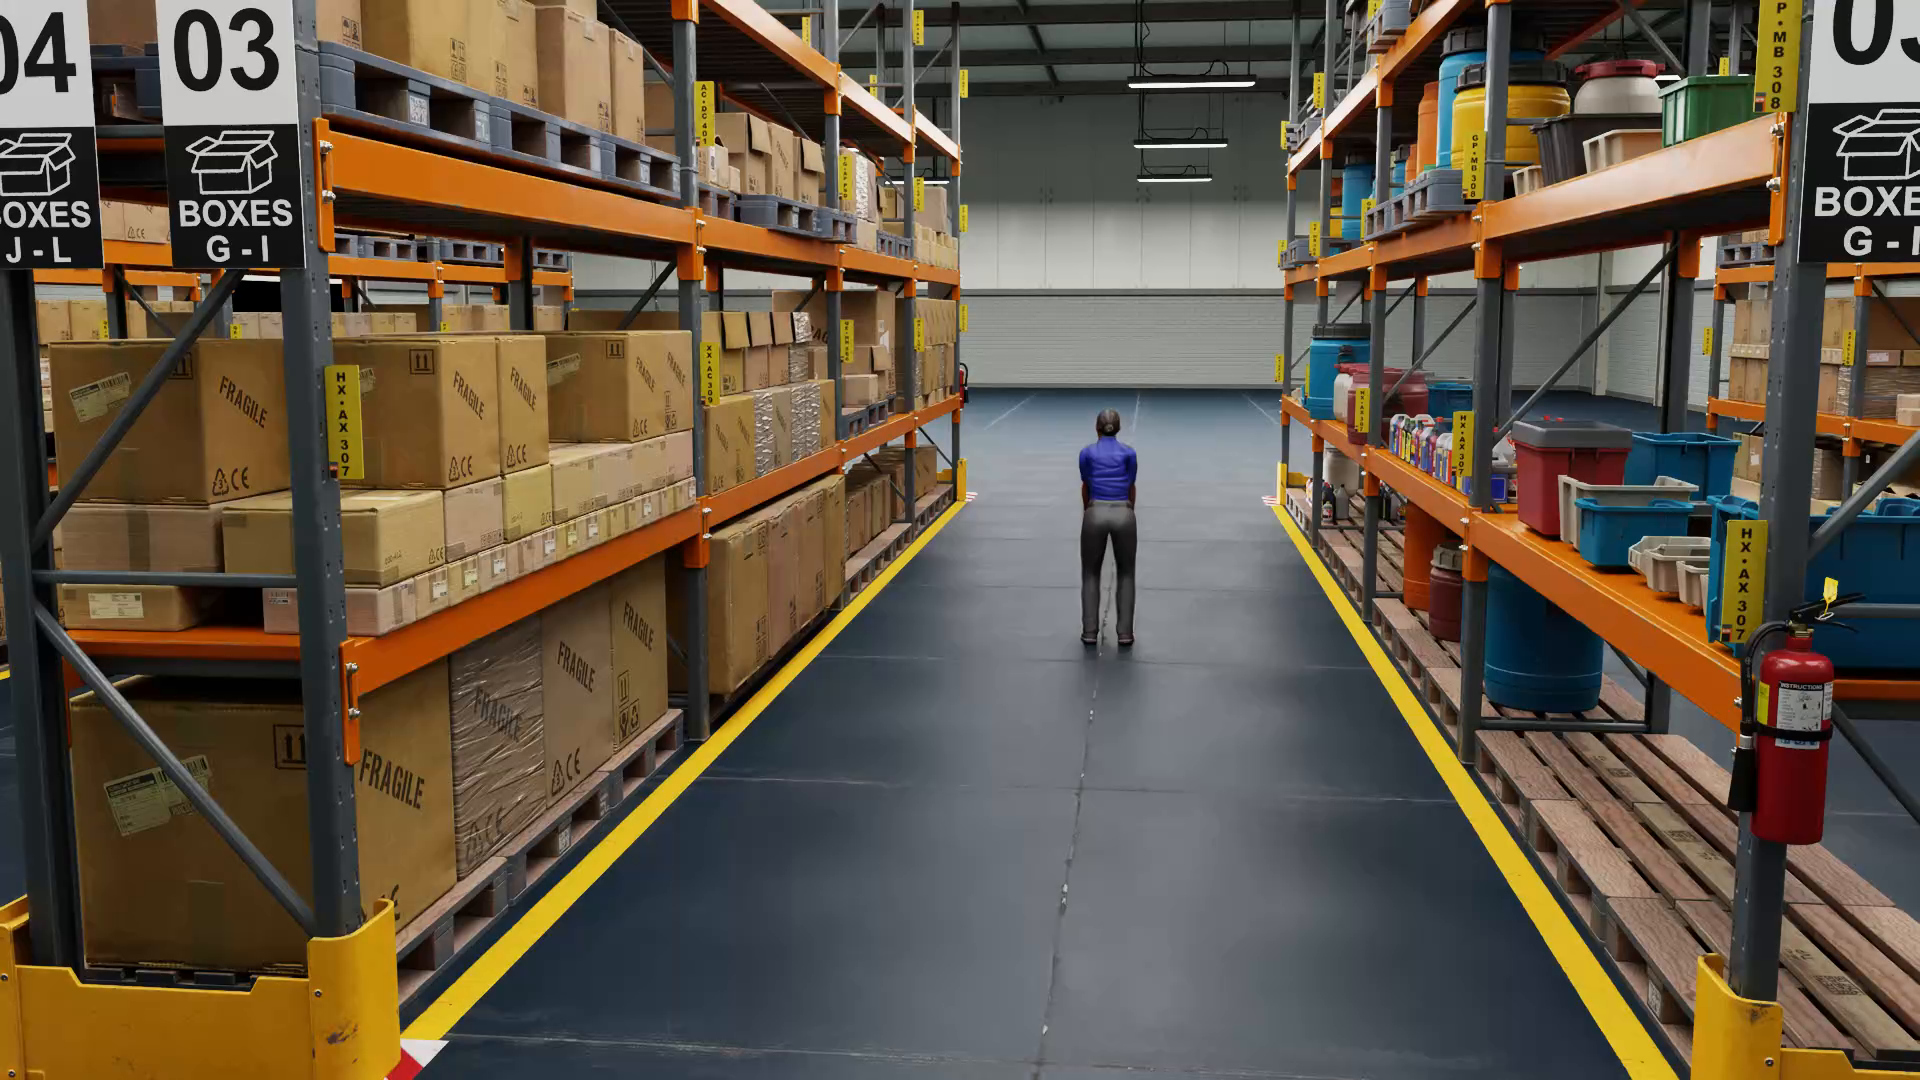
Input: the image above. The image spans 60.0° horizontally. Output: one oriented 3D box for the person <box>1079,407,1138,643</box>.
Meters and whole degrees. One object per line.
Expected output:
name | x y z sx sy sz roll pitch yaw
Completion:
person | 1.036 -0.108 11.677 0.413 1.652 0.523 1 8 5
